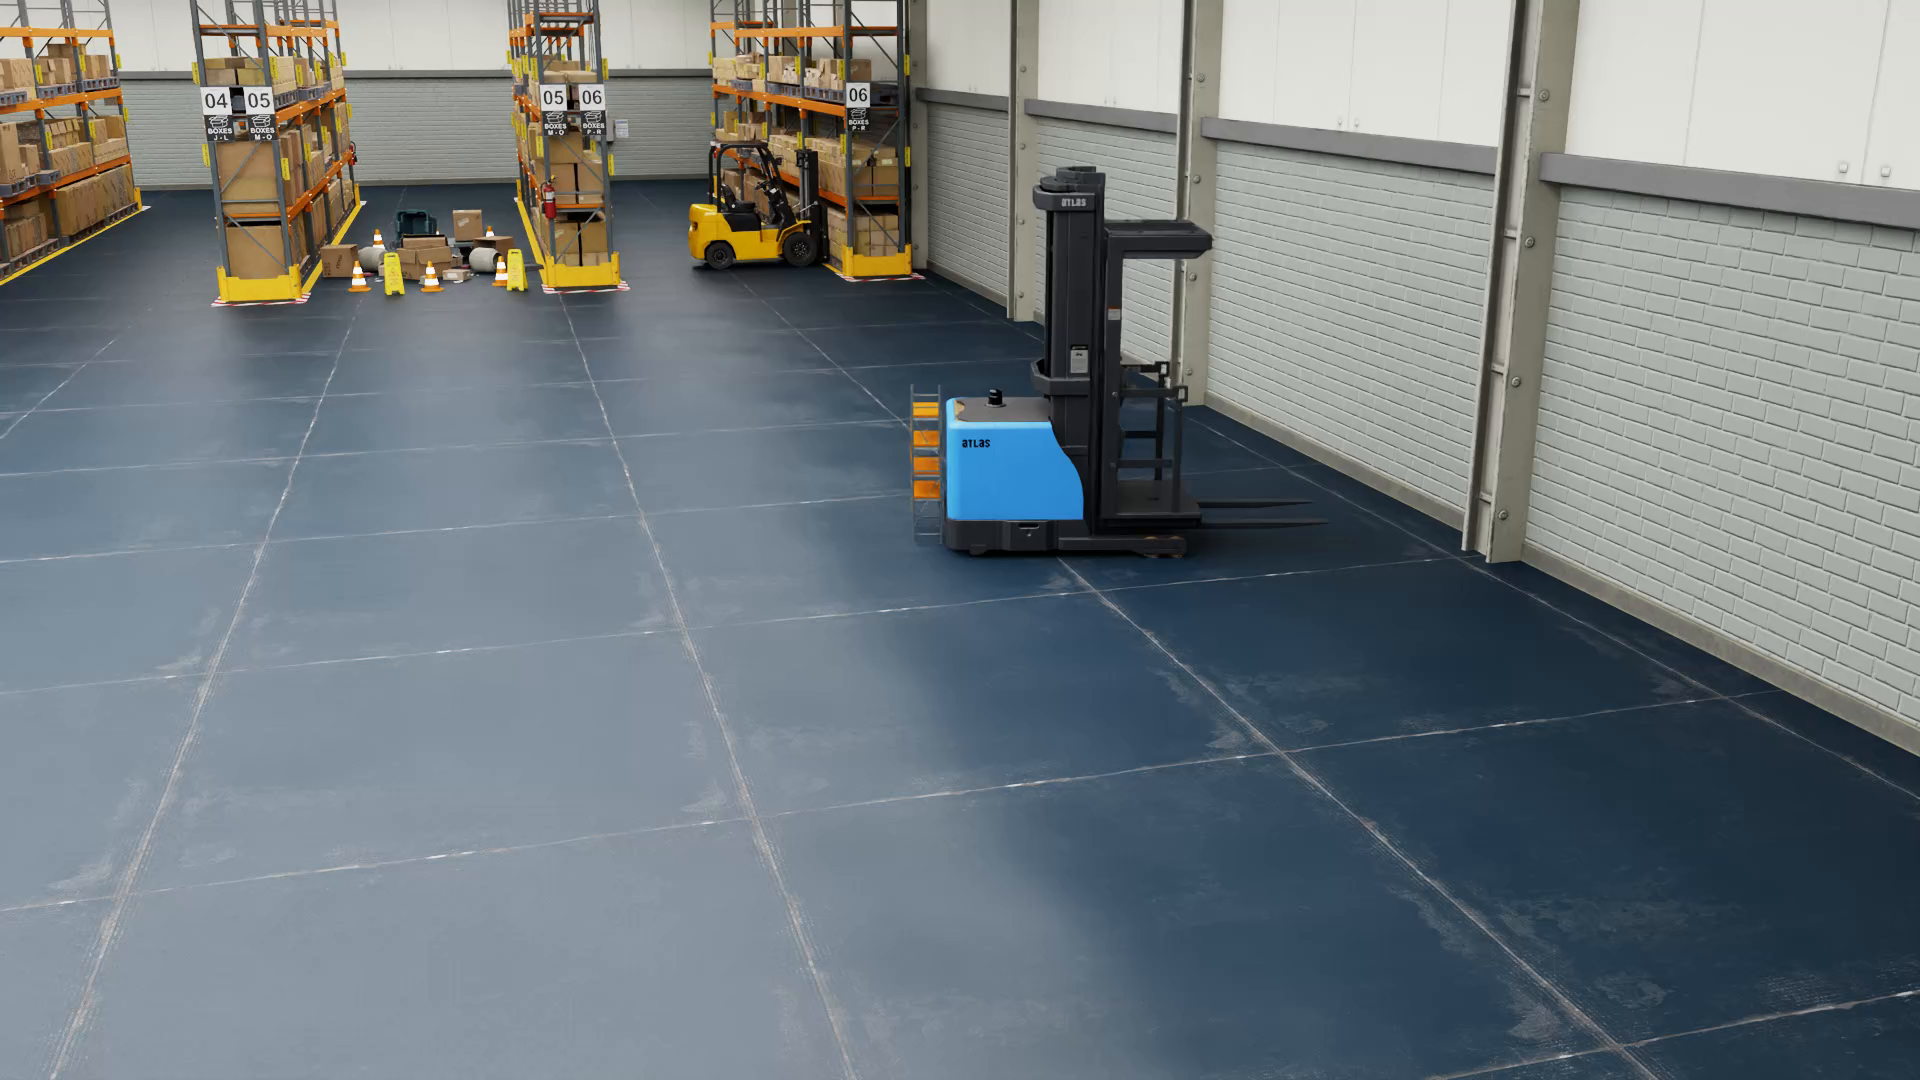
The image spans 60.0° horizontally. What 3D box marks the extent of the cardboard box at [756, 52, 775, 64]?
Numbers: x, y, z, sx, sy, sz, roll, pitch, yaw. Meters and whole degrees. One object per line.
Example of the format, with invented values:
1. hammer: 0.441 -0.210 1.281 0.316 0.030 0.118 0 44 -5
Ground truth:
1. cardboard box: -4.480 -11.115 38.322 0.396 0.266 0.258 -5 17 -15

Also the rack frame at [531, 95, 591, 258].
1. rack frame: -7.307 -6.752 30.716 1.000 3.000 0.127 -5 17 -15

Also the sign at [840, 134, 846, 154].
1. sign: -1.962 -6.668 28.012 0.100 0.325 0.005 -5 17 -15

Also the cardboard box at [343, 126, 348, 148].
1. cardboard box: -14.681 -9.456 39.027 0.500 0.500 0.500 -5 17 -15

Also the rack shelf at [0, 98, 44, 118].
1. rack shelf: -17.385 -7.614 29.622 1.077 0.370 4.000 -5 17 -15

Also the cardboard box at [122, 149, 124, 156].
1. cardboard box: -19.578 -8.953 38.481 0.380 0.149 0.250 -5 17 -15

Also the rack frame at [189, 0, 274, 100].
1. rack frame: -10.940 -8.100 24.774 1.000 3.000 0.127 -5 17 -15

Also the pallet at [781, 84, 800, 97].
1. pallet: -3.052 -9.108 33.675 1.003 0.211 1.213 -4 17 -13

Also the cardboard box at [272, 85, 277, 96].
1. cardboard box: -10.726 -6.912 25.567 0.380 0.149 0.250 -5 17 -15

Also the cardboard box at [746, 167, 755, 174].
1. cardboard box: -4.833 -8.700 39.172 0.380 0.149 0.250 -5 17 -16

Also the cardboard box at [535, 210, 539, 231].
1. cardboard box: -8.050 -6.441 33.517 0.950 0.372 0.625 -5 17 -16

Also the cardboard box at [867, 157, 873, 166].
1. cardboard box: -1.409 -6.575 28.826 0.380 0.149 0.250 -5 17 -15

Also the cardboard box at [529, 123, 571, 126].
1. cardboard box: -7.276 -7.139 29.577 0.700 0.500 0.500 -5 17 -15

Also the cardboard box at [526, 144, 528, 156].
1. cardboard box: -8.784 -8.140 34.728 0.500 0.250 0.500 -5 17 -15

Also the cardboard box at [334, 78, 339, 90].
1. cardboard box: -14.382 -10.343 37.717 0.500 0.250 0.500 -4 17 -13

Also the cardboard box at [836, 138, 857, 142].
1. cardboard box: -2.128 -7.509 31.419 0.380 0.149 0.250 -5 17 -17

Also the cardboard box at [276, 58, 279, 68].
1. cardboard box: -10.933 -7.501 26.143 0.380 0.149 0.250 -5 17 -15

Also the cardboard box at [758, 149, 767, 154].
1. cardboard box: -4.184 -8.484 36.189 0.380 0.149 0.250 -4 17 -14

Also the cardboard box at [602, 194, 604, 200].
1. cardboard box: -6.180 -5.784 27.931 0.380 0.149 0.250 -5 18 -17

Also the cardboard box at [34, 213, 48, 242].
1. cardboard box: -17.732 -5.905 31.476 0.700 0.500 0.500 -6 18 -18

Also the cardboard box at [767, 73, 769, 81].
1. cardboard box: -3.831 -9.705 34.836 0.380 0.166 0.250 -5 17 -15

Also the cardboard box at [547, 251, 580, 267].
1. cardboard box: -6.695 -4.739 28.064 0.500 0.250 0.500 -5 17 -16

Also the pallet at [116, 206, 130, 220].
1. pallet: -19.507 -7.401 37.722 1.003 0.211 1.213 -5 17 -15

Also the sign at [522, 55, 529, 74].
1. sign: -7.840 -8.580 30.004 0.100 0.325 0.005 -5 17 -15

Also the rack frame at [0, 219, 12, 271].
1. rack frame: -16.836 -5.969 28.108 1.000 3.000 0.127 -5 17 -15

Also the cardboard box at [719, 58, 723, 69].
1. cardboard box: -5.680 -11.789 41.145 0.500 0.250 0.500 -5 17 -16

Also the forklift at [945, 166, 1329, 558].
1. forklift: 1.397 -1.416 13.072 3.031 2.935 1.130 0 17 -1

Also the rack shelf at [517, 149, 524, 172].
1. rack shelf: -10.055 -9.174 40.028 1.077 0.370 4.000 -5 17 -15

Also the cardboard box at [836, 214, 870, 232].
1. cardboard box: -1.863 -5.505 28.876 0.500 0.250 0.500 -4 17 -13

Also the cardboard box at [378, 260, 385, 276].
1. cardboard box: -9.796 -4.694 28.616 0.396 0.266 0.258 -2 17 -6

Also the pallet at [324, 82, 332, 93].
1. pallet: -14.170 -9.713 35.686 1.213 0.211 1.003 -5 17 -15

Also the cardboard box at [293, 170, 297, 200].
1. cardboard box: -11.476 -5.856 27.472 0.875 0.550 0.500 -5 17 -15

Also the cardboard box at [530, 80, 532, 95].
1. cardboard box: -7.299 -7.974 29.314 0.500 0.250 0.500 -5 17 -16

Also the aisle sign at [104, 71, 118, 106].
1. aisle sign: -19.865 -10.577 38.929 0.394 0.787 0.004 -5 17 -15

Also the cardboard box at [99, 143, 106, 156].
1. cardboard box: -19.043 -8.541 36.414 0.500 0.250 0.500 -5 17 -16

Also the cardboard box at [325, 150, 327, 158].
1. cardboard box: -13.504 -8.098 34.905 0.380 0.149 0.250 -5 18 -17

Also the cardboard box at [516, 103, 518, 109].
1. cardboard box: -10.388 -10.356 39.676 0.380 0.149 0.250 -5 17 -17

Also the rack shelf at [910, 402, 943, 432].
1. rack shelf: -0.271 -0.989 13.292 0.258 0.148 0.480 -1 17 -1

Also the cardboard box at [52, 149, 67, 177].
1. cardboard box: -17.951 -7.421 32.770 0.500 0.500 0.500 -5 17 -17

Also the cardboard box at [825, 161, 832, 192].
1. cardboard box: -2.099 -6.488 29.664 0.500 0.500 0.500 -5 17 -16

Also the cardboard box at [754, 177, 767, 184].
1. cardboard box: -4.538 -8.265 38.242 0.380 0.149 0.250 -5 17 -15

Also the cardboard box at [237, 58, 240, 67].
1. cardboard box: -11.778 -7.662 26.677 0.380 0.149 0.250 -5 17 -15

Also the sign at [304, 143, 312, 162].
1. sign: -11.506 -6.830 29.332 0.100 0.325 0.005 -5 17 -15

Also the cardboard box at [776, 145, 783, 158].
1. cardboard box: -3.485 -7.993 34.238 0.500 0.250 0.500 -5 17 -17

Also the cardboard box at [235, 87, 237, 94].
1. cardboard box: -11.566 -7.068 26.085 0.380 0.149 0.250 -5 17 -15

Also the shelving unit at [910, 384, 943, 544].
1. shelving unit: -0.270 -0.613 13.405 0.258 1.200 0.503 -1 17 -1

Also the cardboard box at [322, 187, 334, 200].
1. cardboard box: -13.234 -7.152 34.361 0.500 0.250 0.500 -5 17 -16

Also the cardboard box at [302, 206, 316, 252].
1. cardboard box: -12.296 -5.621 30.132 1.050 0.750 0.750 -5 17 -16

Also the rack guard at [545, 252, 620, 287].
1. rack guard: -6.229 -4.470 27.462 1.175 0.500 0.348 -5 17 -15
